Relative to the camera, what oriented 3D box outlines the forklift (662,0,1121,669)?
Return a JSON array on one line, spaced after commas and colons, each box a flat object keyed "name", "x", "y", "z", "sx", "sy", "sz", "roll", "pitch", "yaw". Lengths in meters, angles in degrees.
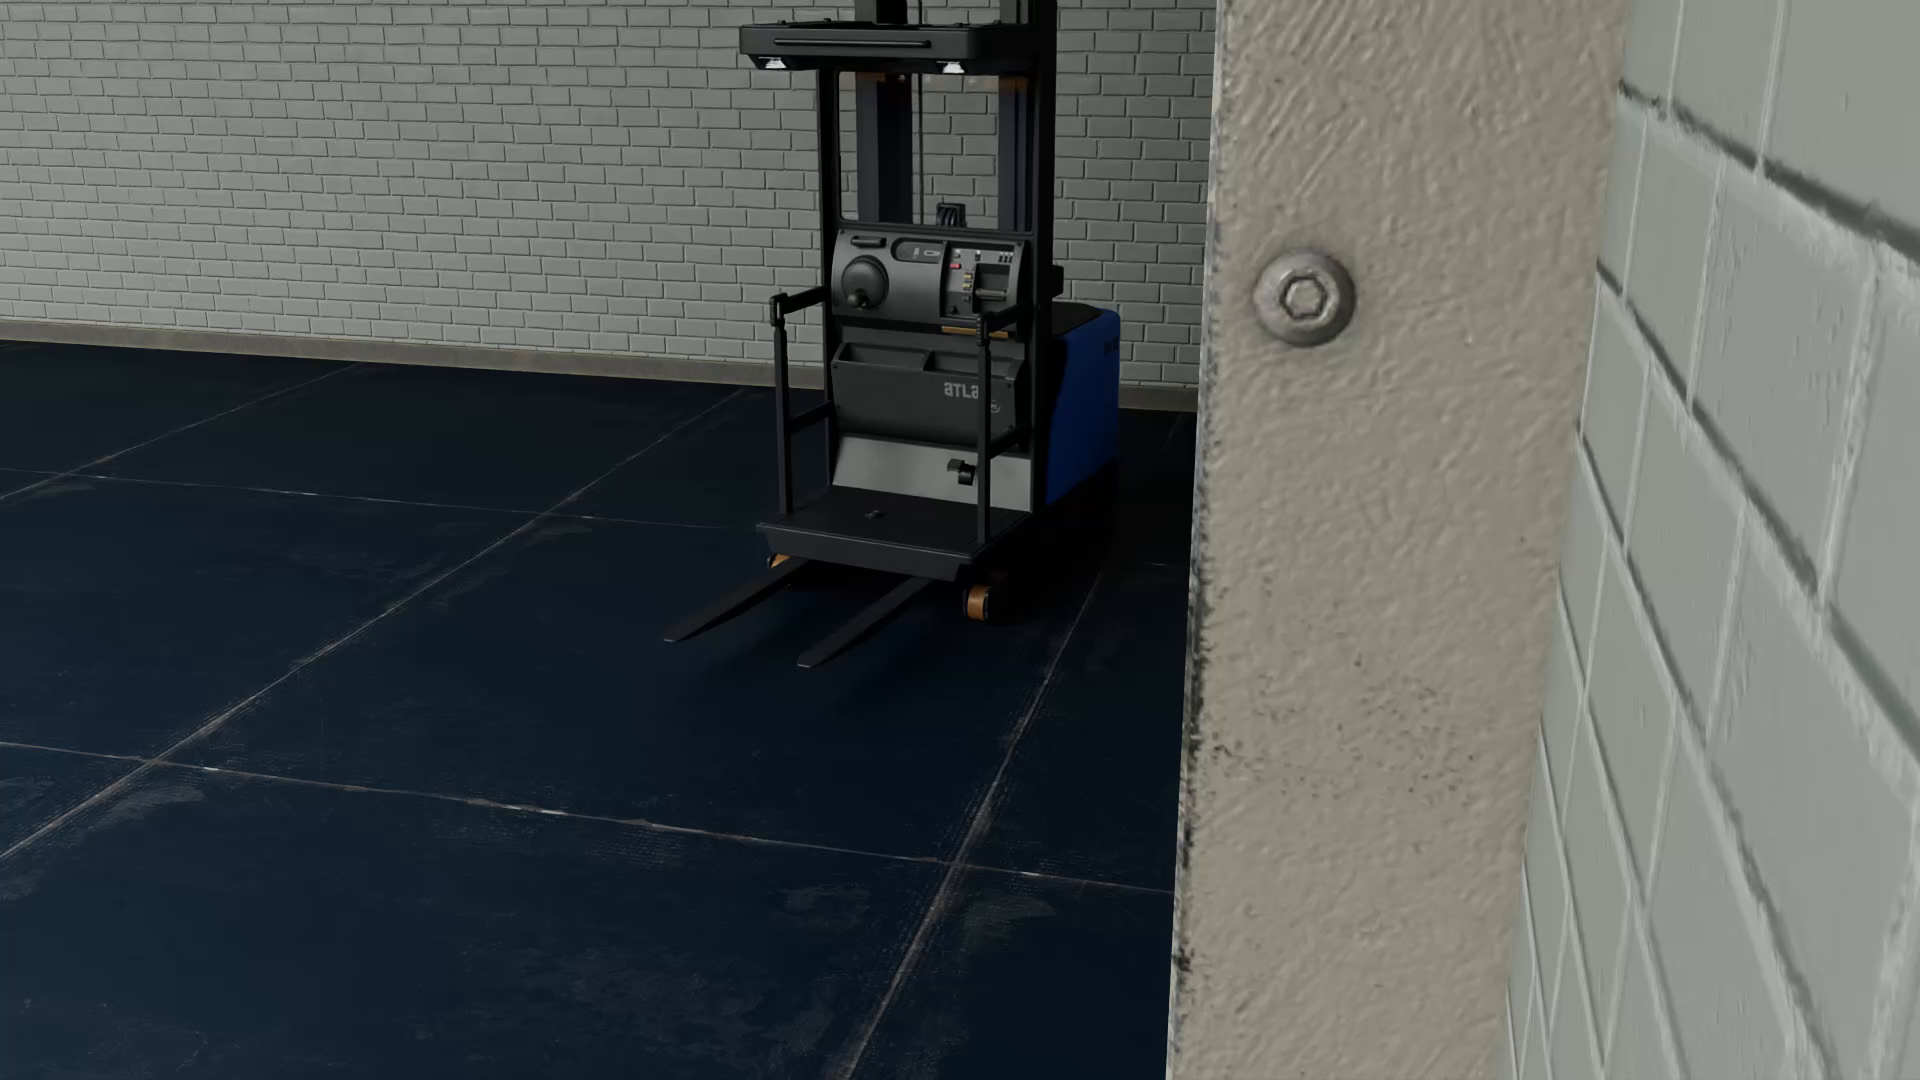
[{"name": "forklift", "x": -0.237, "y": -1.186, "z": 7.301, "sx": 1.130, "sy": 2.935, "sz": 3.031, "roll": 8, "pitch": 21, "yaw": 23}]
